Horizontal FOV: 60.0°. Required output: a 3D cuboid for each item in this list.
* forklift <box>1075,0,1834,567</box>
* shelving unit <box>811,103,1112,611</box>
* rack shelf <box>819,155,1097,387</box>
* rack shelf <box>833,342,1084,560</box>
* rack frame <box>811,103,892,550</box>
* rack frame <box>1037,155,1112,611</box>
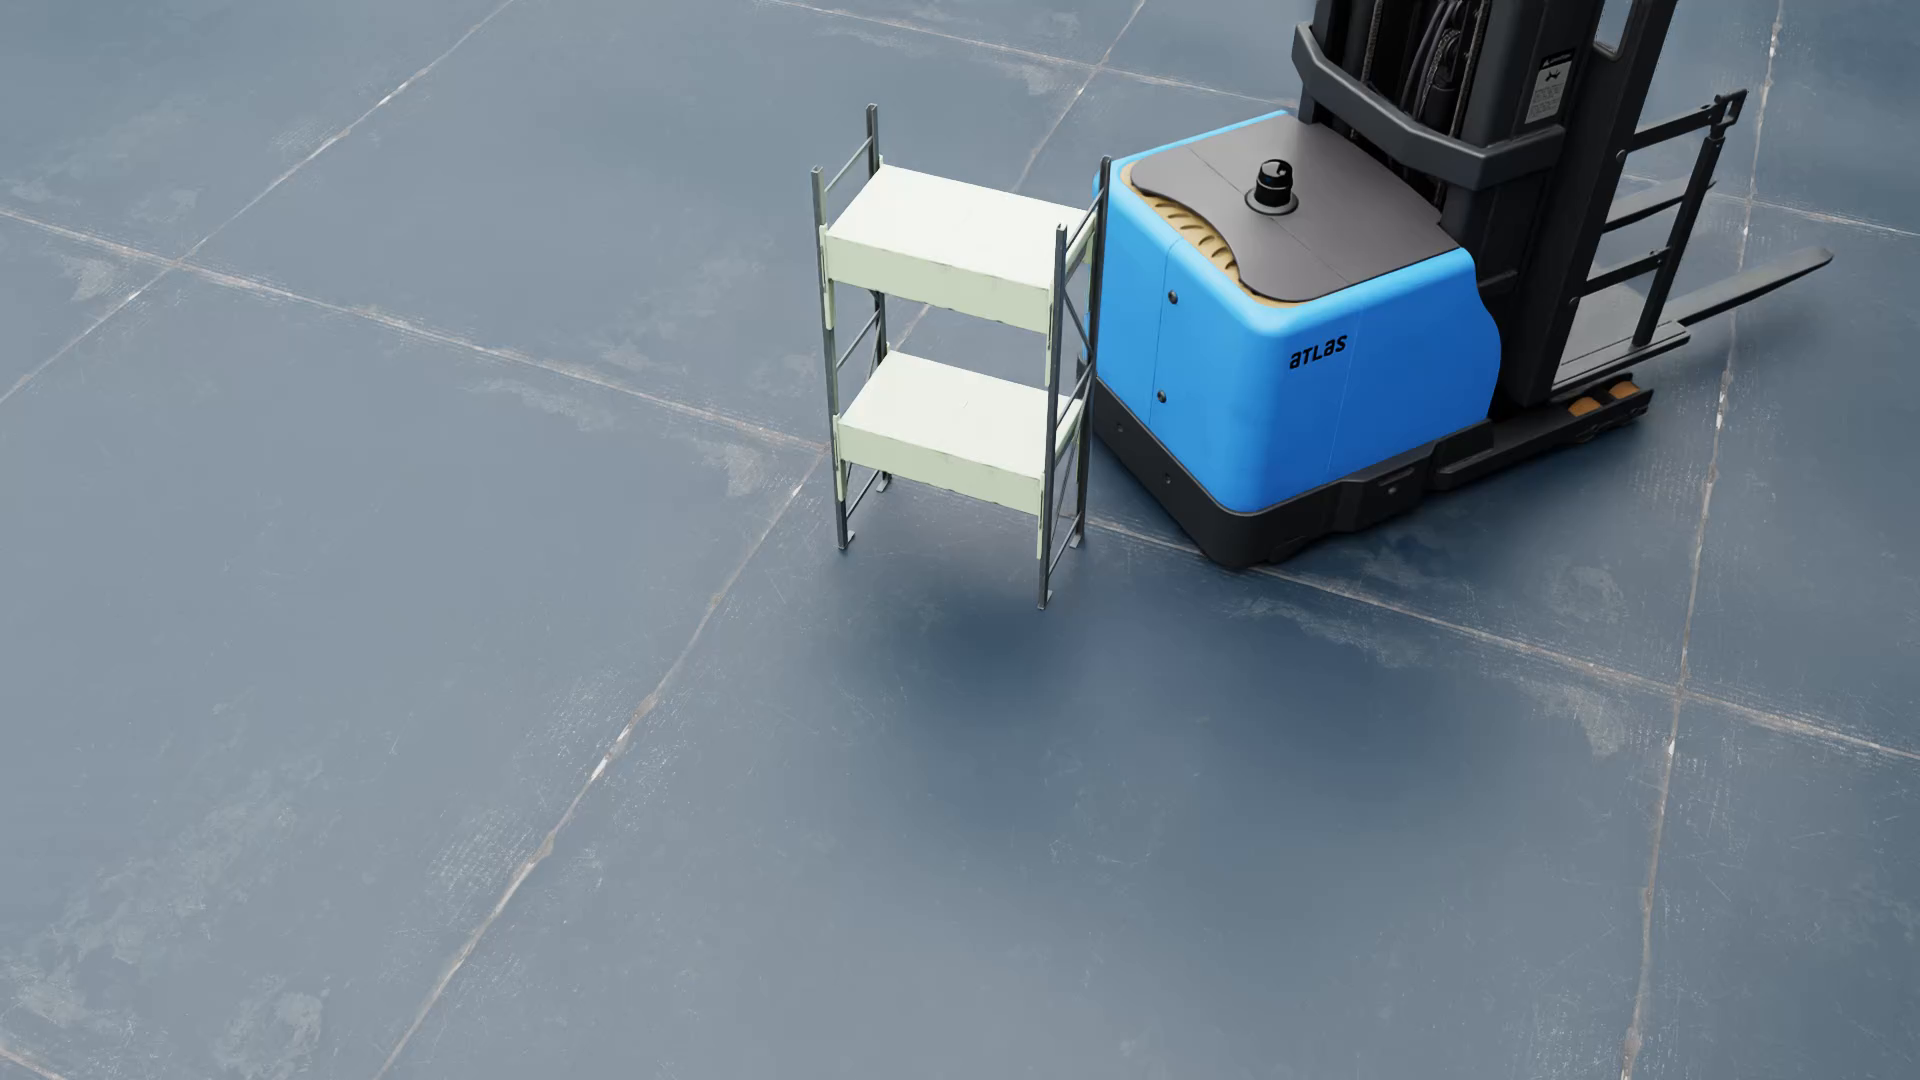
[{"bbox_3d":[1.967,-1.705,5.385,3.031,2.935,1.130,-21,49,-20],"label":"forklift"},{"bbox_3d":[0.006,-0.530,5.219,0.755,1.500,0.431,16,47,16],"label":"shelving unit"},{"bbox_3d":[0.006,-0.807,4.944,0.720,0.370,0.431,16,47,16],"label":"rack shelf"},{"bbox_3d":[0.006,-0.299,5.449,0.720,0.370,0.431,16,47,16],"label":"rack shelf"},{"bbox_3d":[-0.332,-0.629,5.319,0.023,1.500,0.400,16,47,16],"label":"rack frame"},{"bbox_3d":[0.344,-0.430,5.119,0.023,1.500,0.400,16,47,16],"label":"rack frame"}]
